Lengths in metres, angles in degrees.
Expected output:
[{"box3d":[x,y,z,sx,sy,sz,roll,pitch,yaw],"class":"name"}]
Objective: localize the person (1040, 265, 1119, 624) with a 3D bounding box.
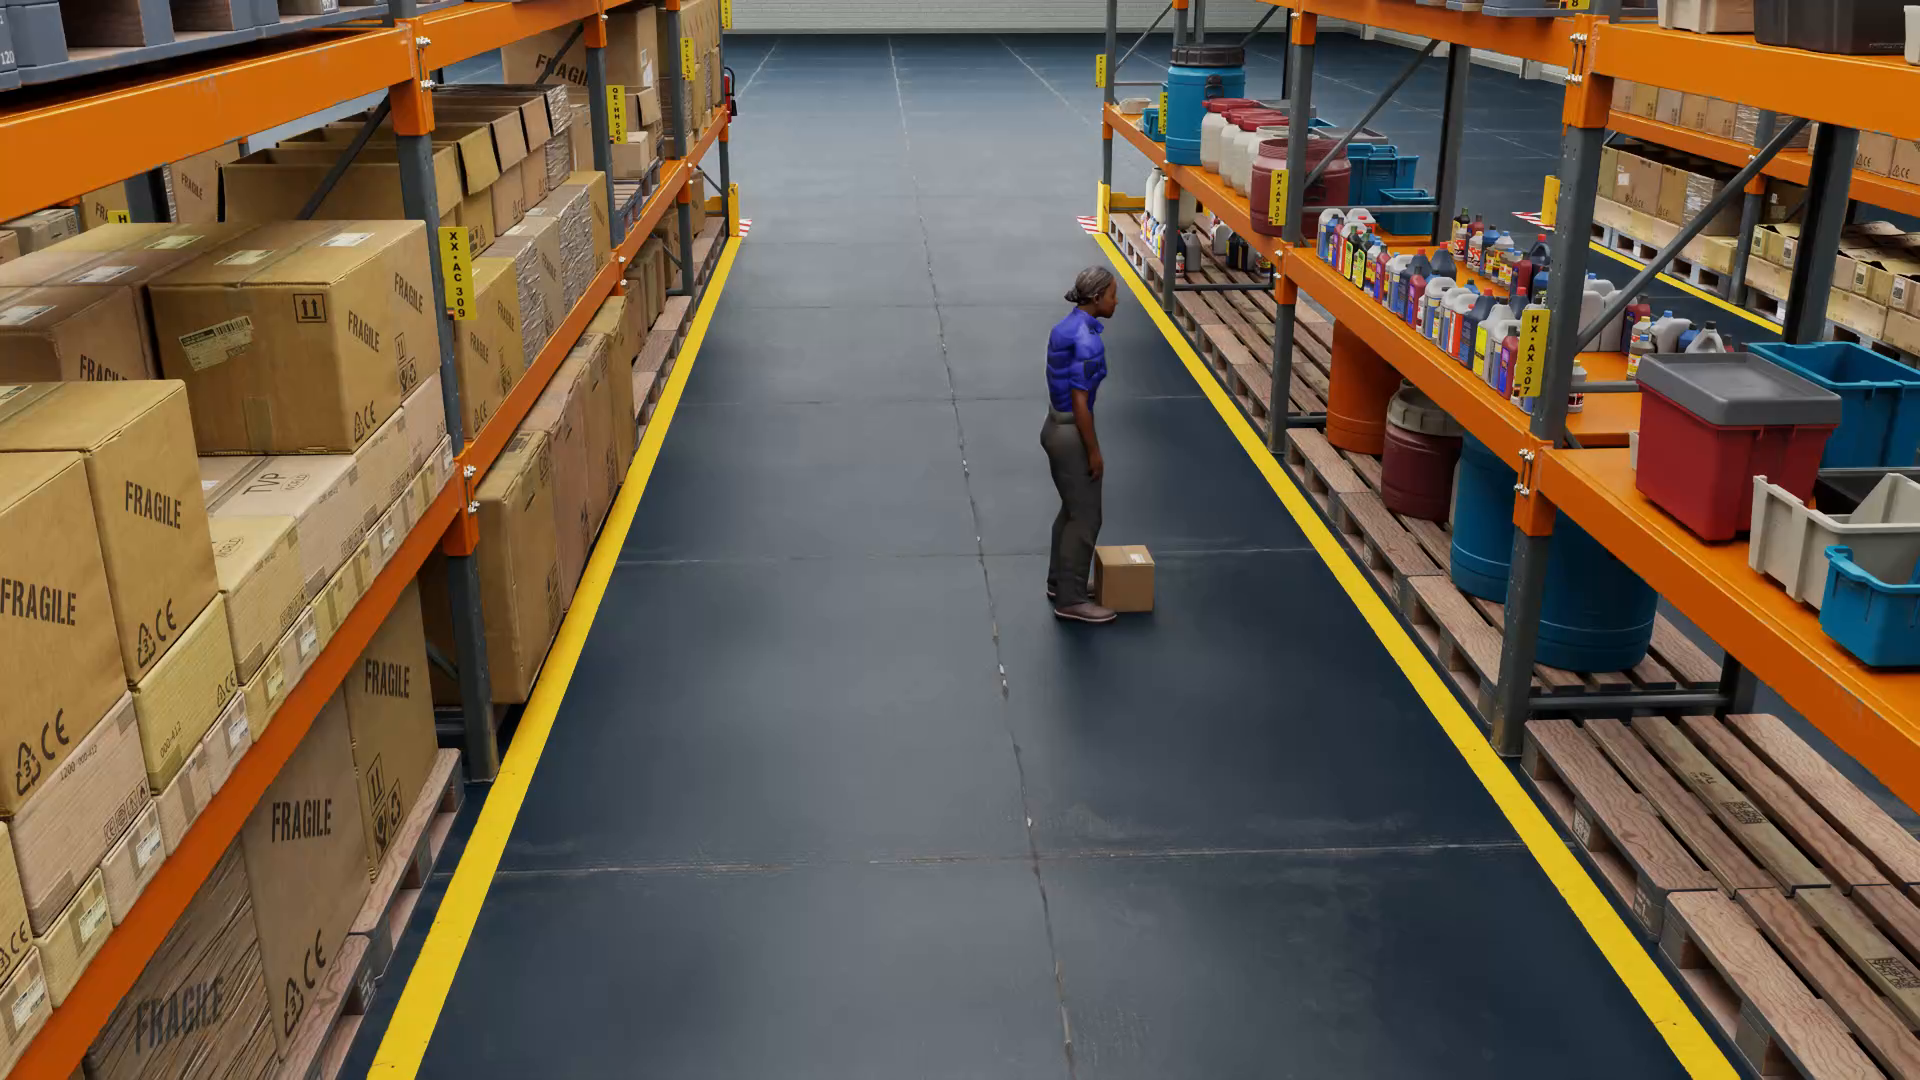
[{"box3d":[0.562,-0.463,7.821,0.347,1.655,0.532,-2,21,-6],"class":"person"}]
